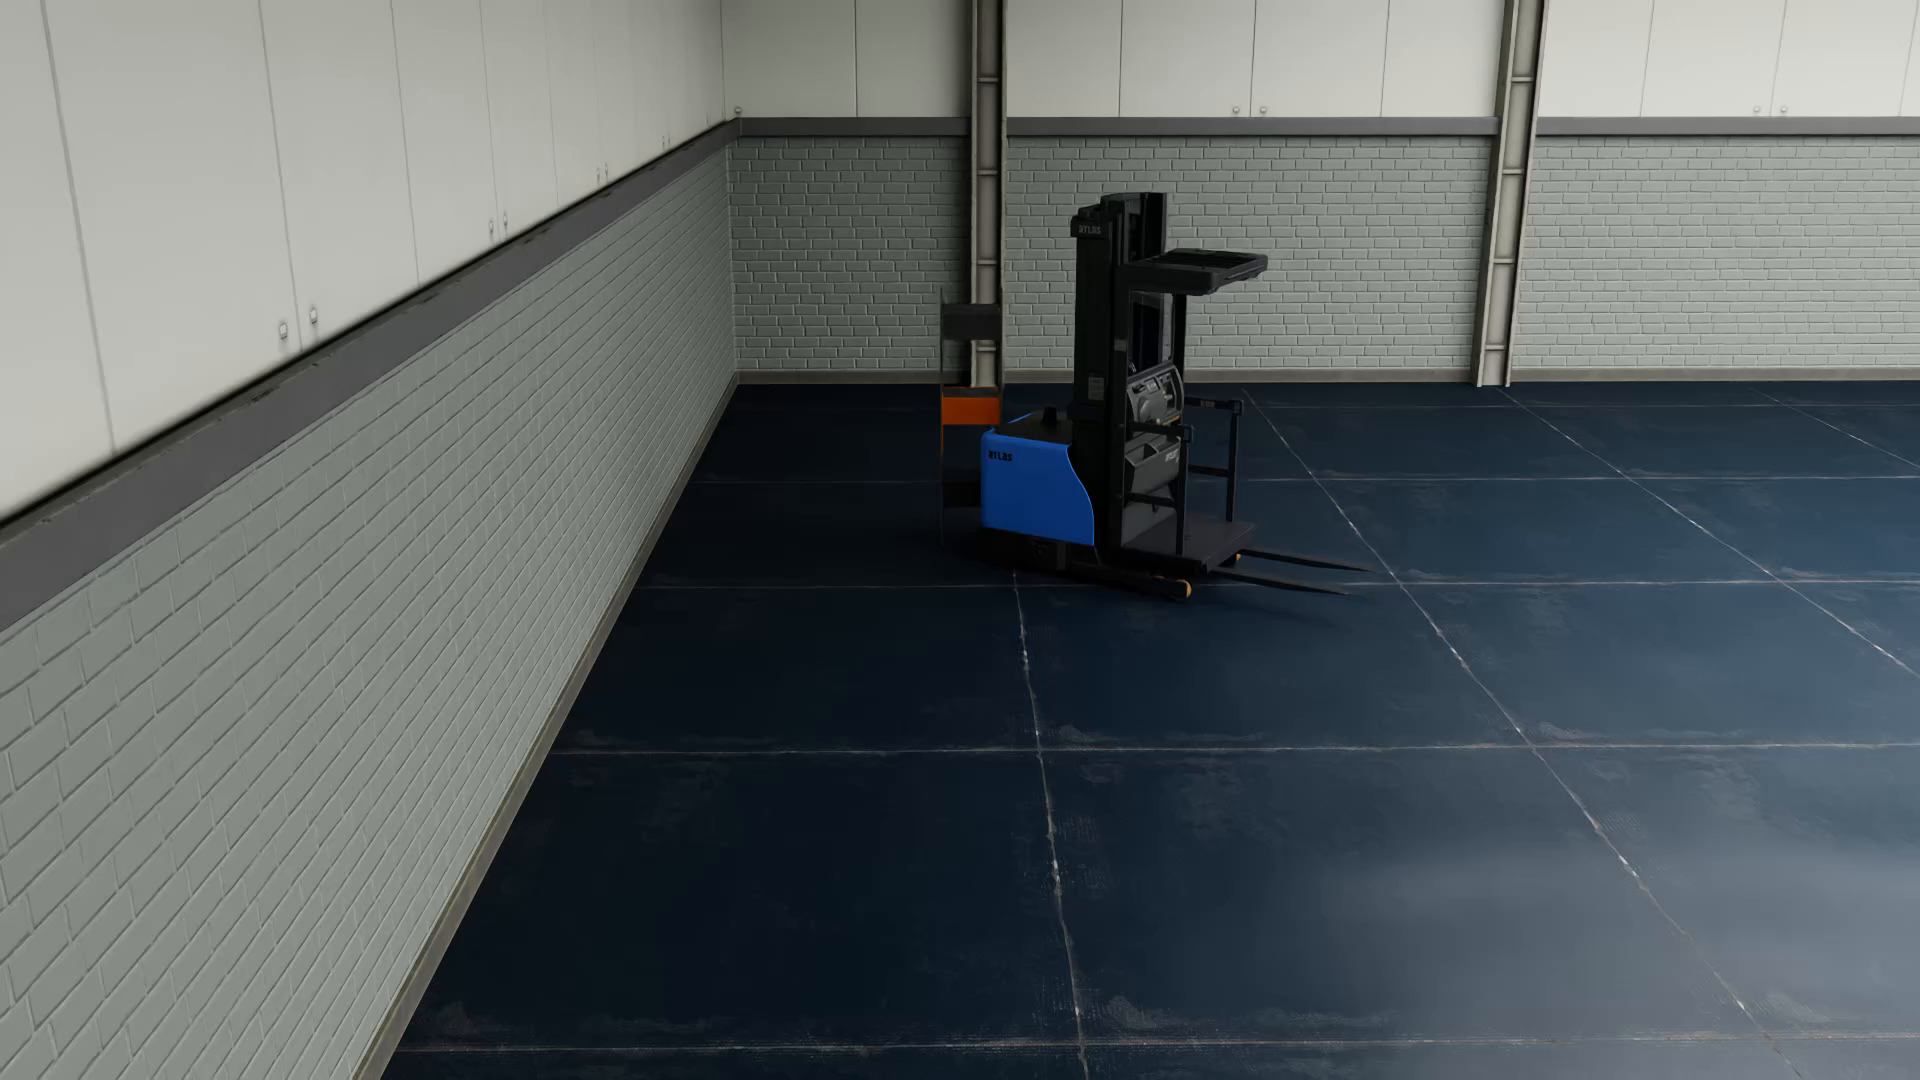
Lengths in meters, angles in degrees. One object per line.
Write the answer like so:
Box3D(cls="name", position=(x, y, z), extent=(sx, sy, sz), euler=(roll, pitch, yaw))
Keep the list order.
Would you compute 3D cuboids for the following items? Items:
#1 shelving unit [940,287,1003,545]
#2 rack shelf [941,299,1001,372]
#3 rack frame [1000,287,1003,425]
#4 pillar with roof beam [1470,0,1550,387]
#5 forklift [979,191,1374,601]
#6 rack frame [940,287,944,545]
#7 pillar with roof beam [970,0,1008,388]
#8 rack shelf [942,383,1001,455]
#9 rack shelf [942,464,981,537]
Box3D(cls="shelving unit", position=(0.093, -1.017, 13.781), extent=(0.503, 2.100, 0.431), euler=(0, 18, 1))
Box3D(cls="rack shelf", position=(0.093, -1.671, 13.571), extent=(0.480, 0.518, 0.431), euler=(0, 18, 1))
Box3D(cls="rack frame", position=(0.337, -1.016, 13.778), extent=(0.015, 2.100, 0.400), euler=(0, 18, 1))
Box3D(cls="pillar with roof beam", position=(6.390, -4.836, 14.390), extent=(0.400, 9.000, 9.100), euler=(0, 18, -1))
Box3D(cls="forklift", position=(1.682, -1.117, 12.730), extent=(3.031, 2.935, 1.130), euler=(10, 20, 29))
Box3D(cls="rack frame", position=(-0.151, -1.018, 13.784), extent=(0.015, 2.100, 0.400), euler=(0, 18, 1))
Box3D(cls="pillar with roof beam", position=(0.391, -4.807, 14.300), extent=(0.400, 9.000, 9.100), euler=(0, 18, -1))
Box3D(cls="rack shelf", position=(0.093, -1.004, 13.785), extent=(0.480, 0.518, 0.431), euler=(0, 18, 1))
Box3D(cls="rack shelf", position=(0.093, -0.338, 13.999), extent=(0.480, 0.518, 0.431), euler=(0, 18, 1))
